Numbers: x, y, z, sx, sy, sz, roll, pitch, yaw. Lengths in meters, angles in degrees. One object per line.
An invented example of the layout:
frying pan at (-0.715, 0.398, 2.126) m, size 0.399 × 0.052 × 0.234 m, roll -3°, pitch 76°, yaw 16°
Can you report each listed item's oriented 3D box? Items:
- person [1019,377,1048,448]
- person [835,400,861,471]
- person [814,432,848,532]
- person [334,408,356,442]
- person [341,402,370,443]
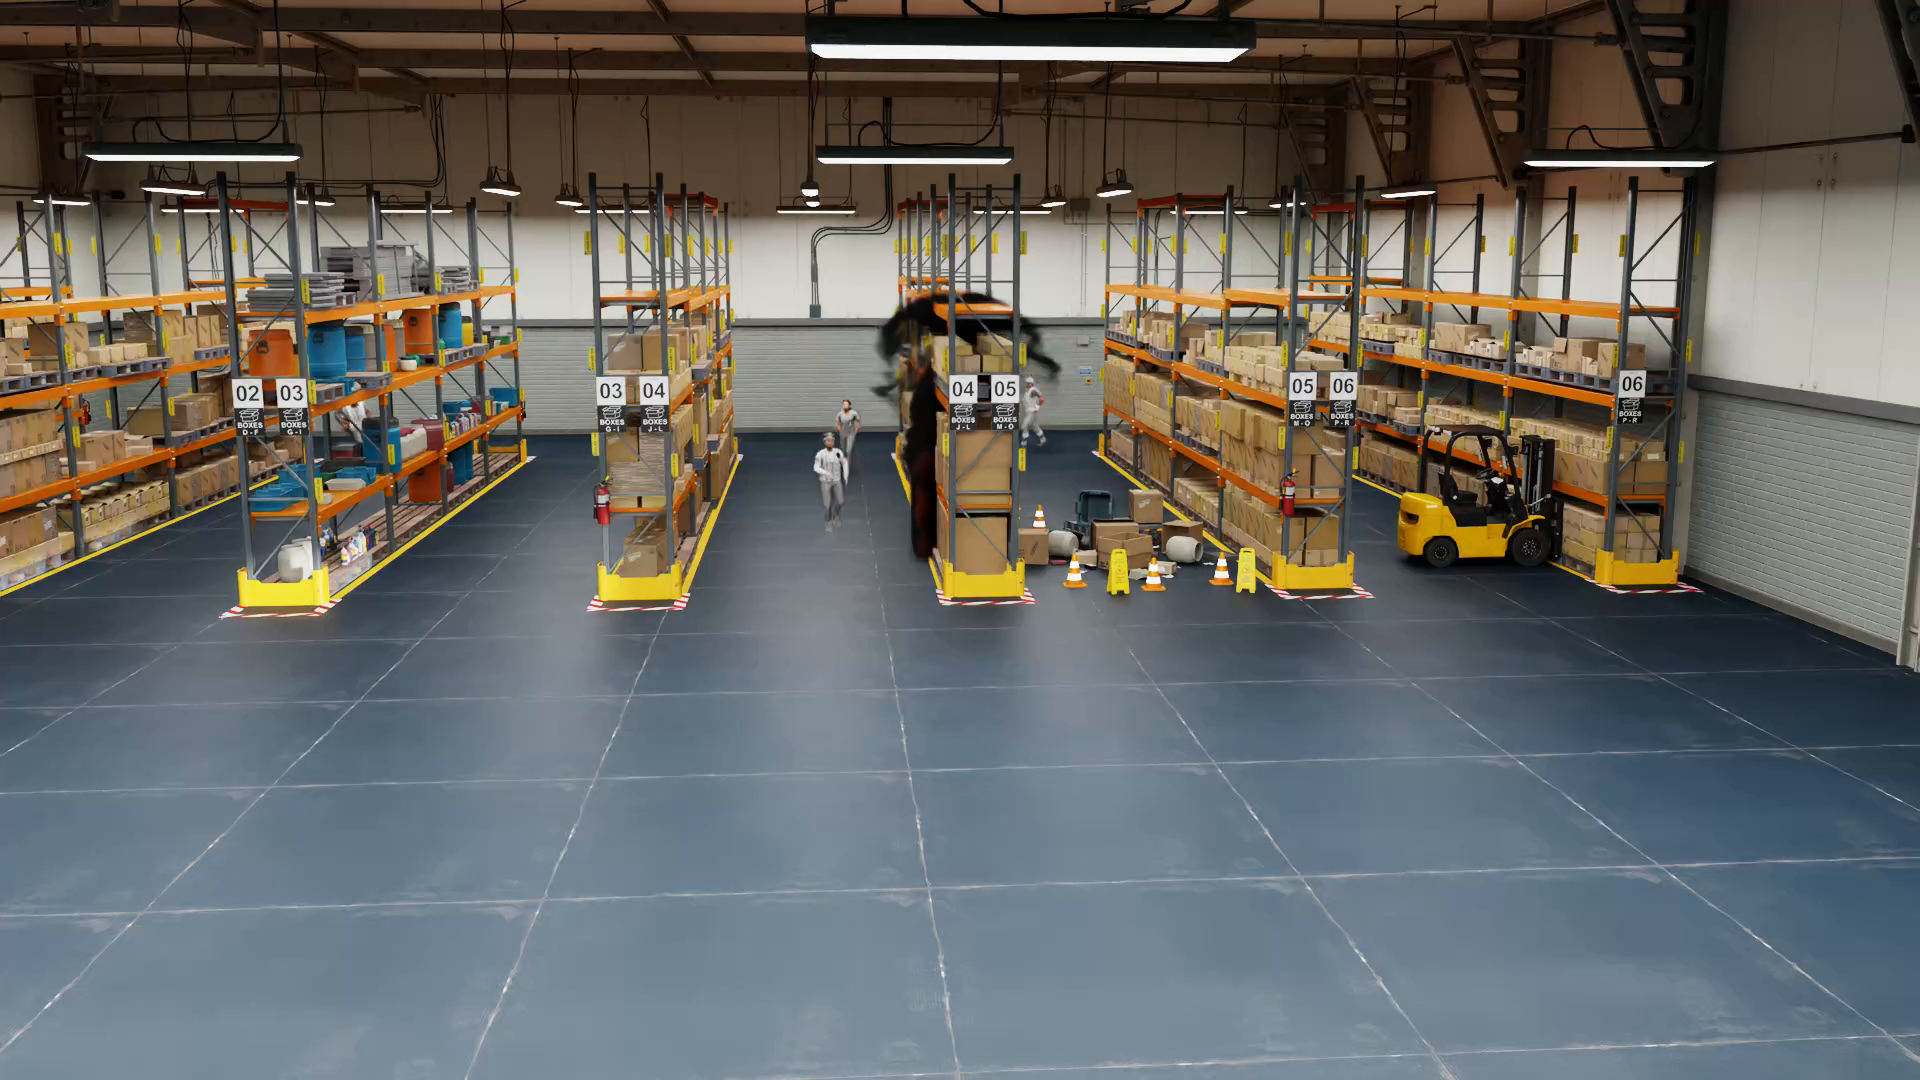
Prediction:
person at (1.775, -3.141, 41.289) m, size 0.880 × 1.824 × 0.598 m, roll -2°, pitch 10°, yaw -11°
person at (-2.499, -2.311, 37.113) m, size 0.576 × 1.664 × 0.828 m, roll 0°, pitch 10°, yaw 2°
person at (-2.117, -0.959, 27.749) m, size 0.623 × 1.680 × 0.540 m, roll -3°, pitch 10°, yaw -16°
person at (-14.345, -2.711, 39.289) m, size 0.551 × 1.662 × 0.711 m, roll 6°, pitch 12°, yaw 30°
person at (-13.934, -2.593, 38.495) m, size 0.734 × 1.687 × 0.601 m, roll -7°, pitch 12°, yaw -33°
